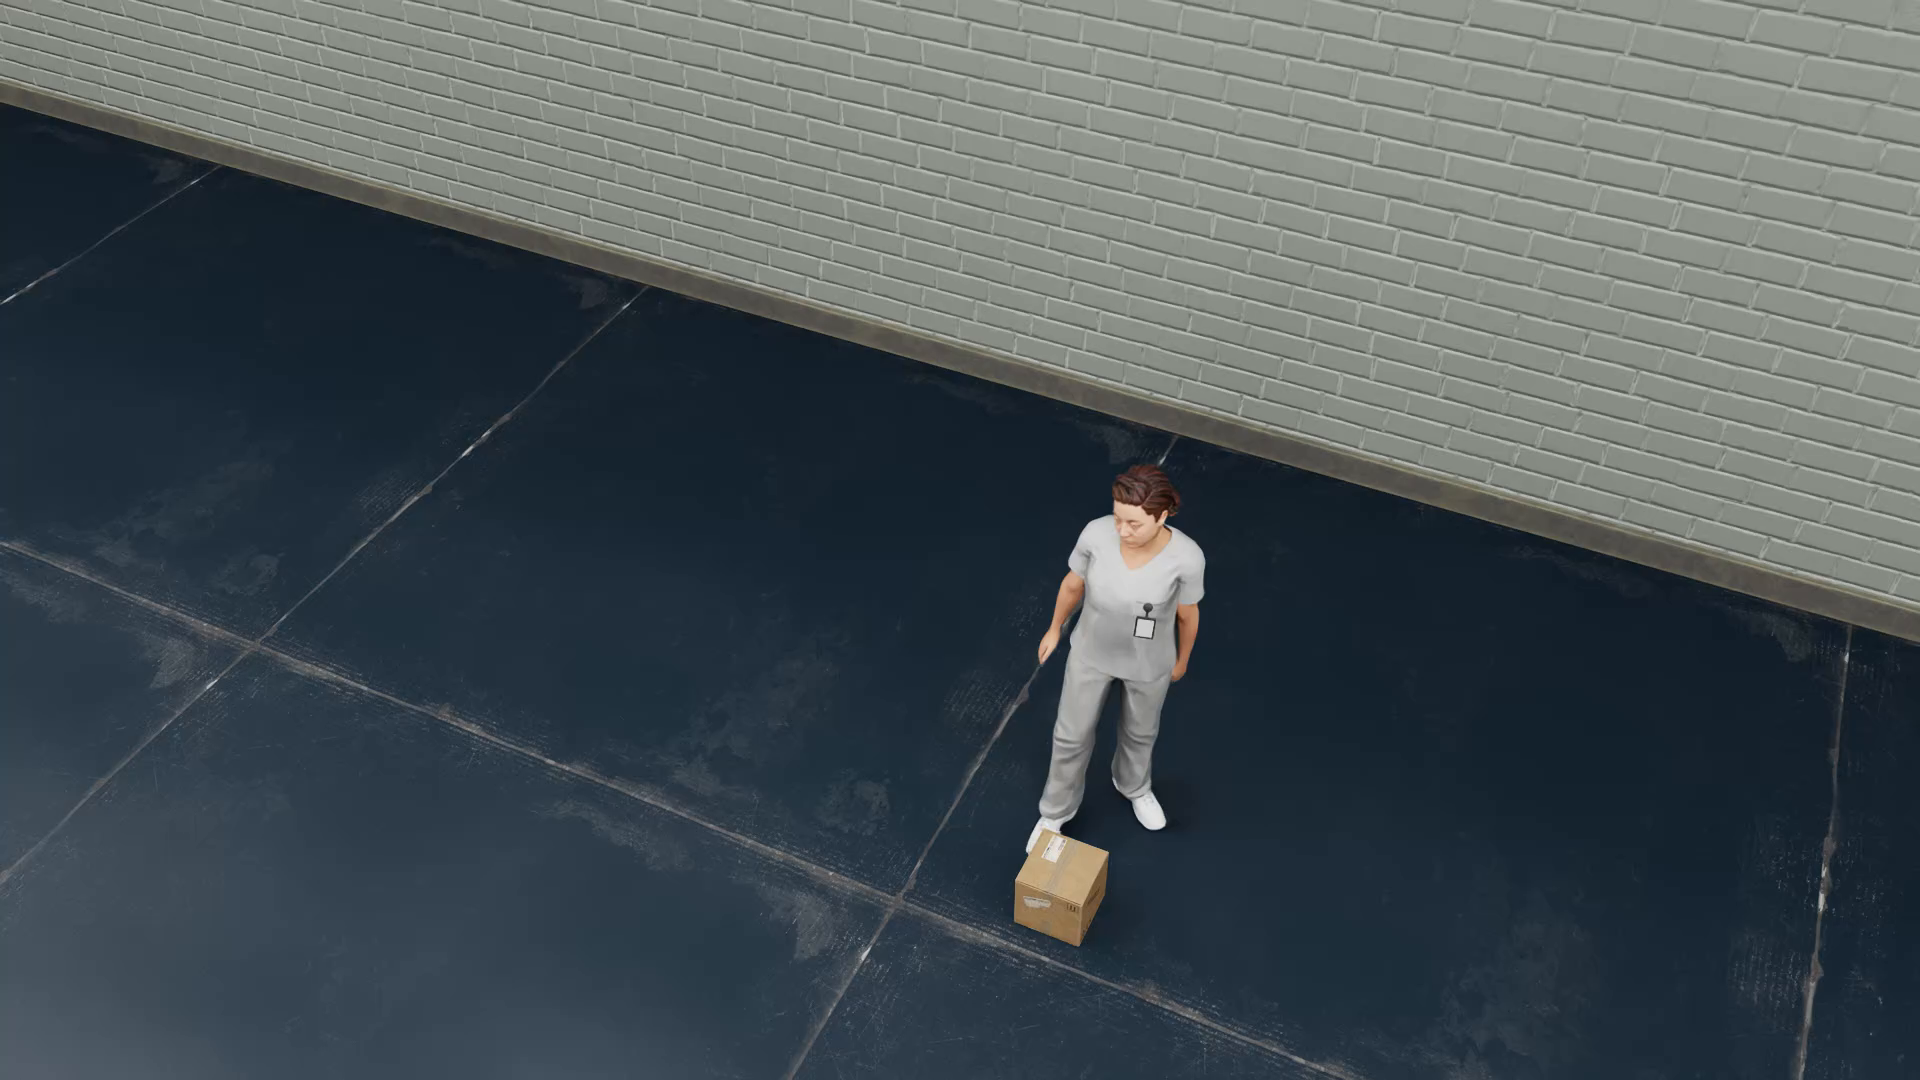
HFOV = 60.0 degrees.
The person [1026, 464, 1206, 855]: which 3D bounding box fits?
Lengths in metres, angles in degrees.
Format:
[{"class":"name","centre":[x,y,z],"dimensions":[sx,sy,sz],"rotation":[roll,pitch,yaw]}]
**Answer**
[{"class":"person","centre":[0.519,0.427,5.665],"dimensions":[0.540,1.680,0.501],"rotation":[11,43,11]}]
